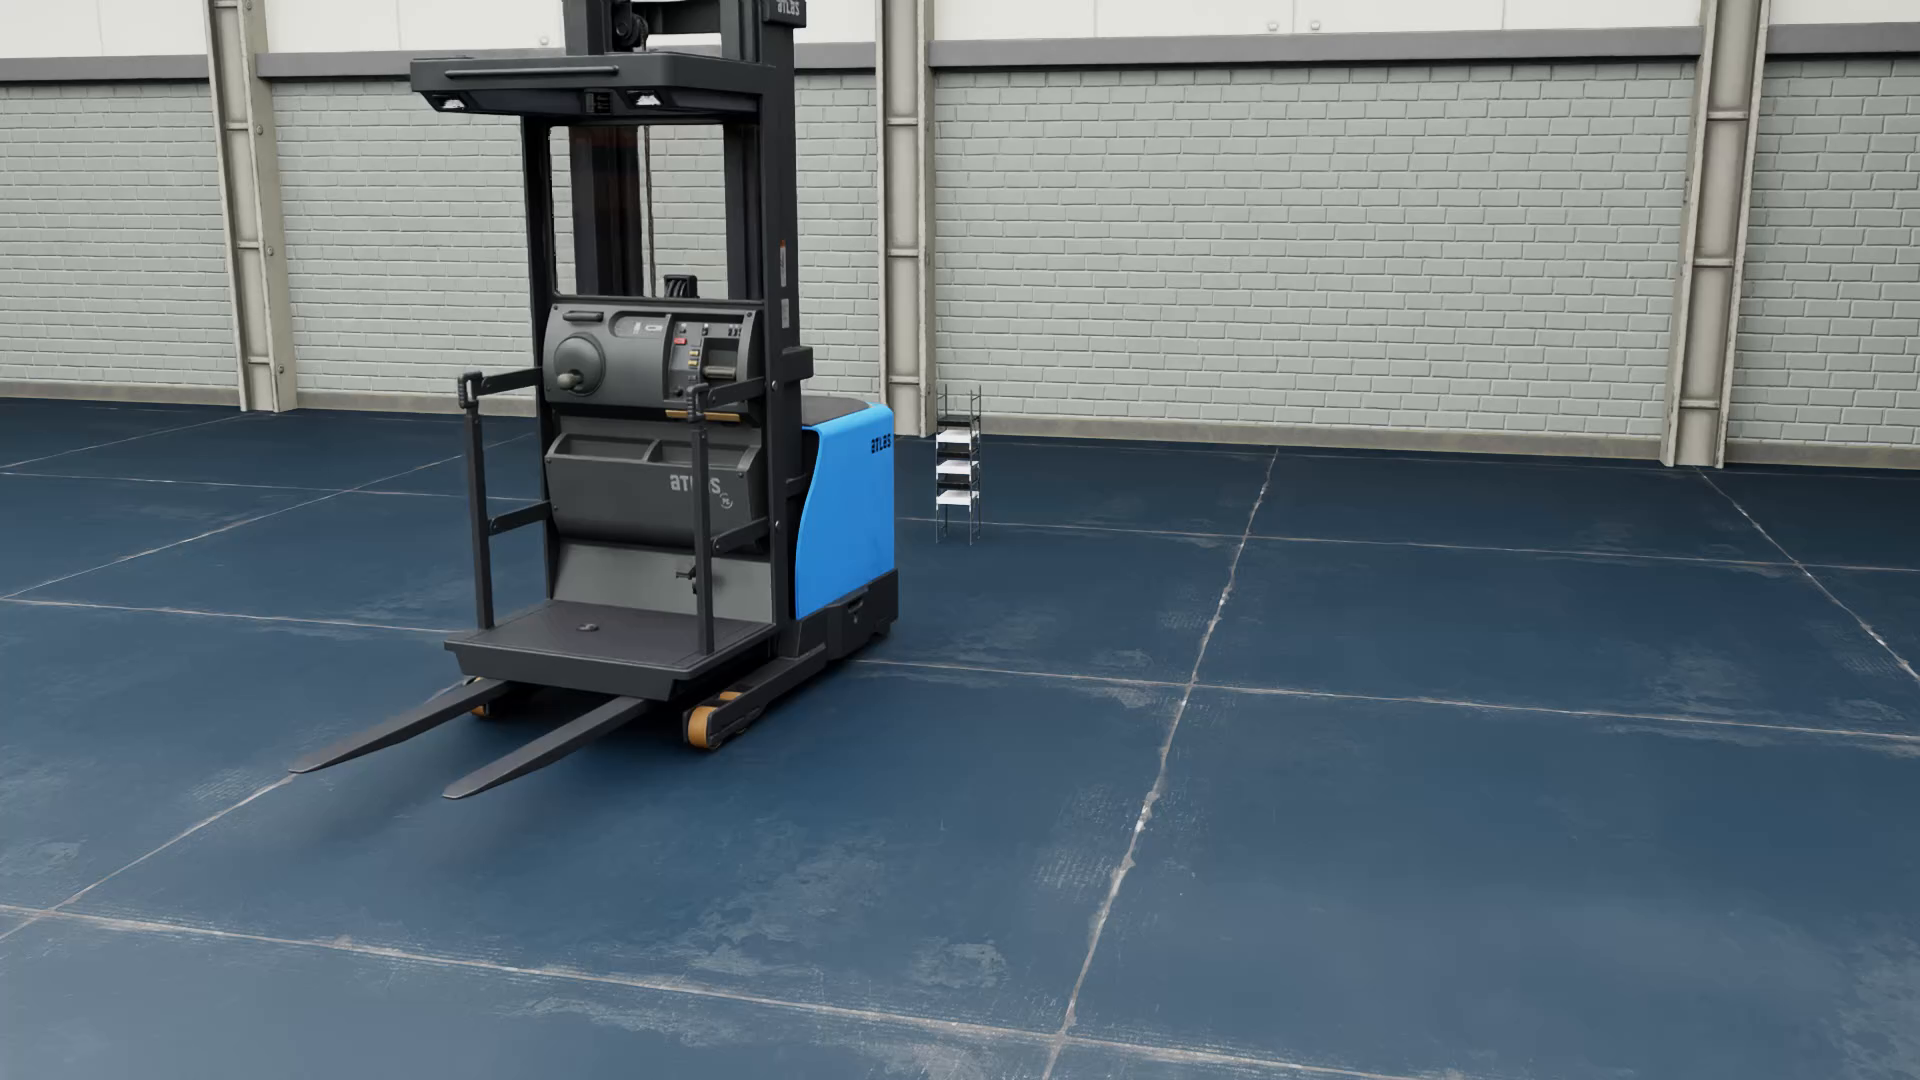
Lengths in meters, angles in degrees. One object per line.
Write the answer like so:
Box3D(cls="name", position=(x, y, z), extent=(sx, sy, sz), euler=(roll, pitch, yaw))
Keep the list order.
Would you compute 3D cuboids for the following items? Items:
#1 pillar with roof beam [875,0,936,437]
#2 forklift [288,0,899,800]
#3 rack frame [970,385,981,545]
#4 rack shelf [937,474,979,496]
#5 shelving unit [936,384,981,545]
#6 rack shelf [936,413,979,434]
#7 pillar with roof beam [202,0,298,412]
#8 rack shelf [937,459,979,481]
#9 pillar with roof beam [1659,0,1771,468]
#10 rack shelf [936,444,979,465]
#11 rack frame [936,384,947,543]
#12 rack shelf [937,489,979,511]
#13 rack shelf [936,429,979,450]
Box3D(cls="pillar with roof beam", position=(-1.461, -4.363, 8.622), extent=(0.400, 9.000, 9.100), euler=(3, 13, 14))
Box3D(cls="forklift", position=(-1.302, -0.749, 6.344), extent=(1.130, 2.935, 3.031), euler=(5, 13, 21))
Box3D(cls="rack frame", position=(0.091, -0.434, 9.614), extent=(0.006, 0.900, 0.240), euler=(3, 13, 14))
Box3D(cls="rack shelf", position=(-0.008, -0.319, 9.665), extent=(0.200, 0.077, 0.258), euler=(3, 13, 14))
Box3D(cls="shelving unit", position=(-0.008, -0.440, 9.638), extent=(0.210, 0.900, 0.258), euler=(3, 13, 14))
Box3D(cls="rack shelf", position=(-0.008, -0.671, 9.587), extent=(0.200, 0.077, 0.258), euler=(3, 13, 14))
Box3D(cls="pillar with roof beam", position=(-7.286, -4.674, 10.026), extent=(0.400, 9.000, 9.100), euler=(3, 13, 14))
Box3D(cls="rack shelf", position=(-0.008, -0.407, 9.645), extent=(0.200, 0.077, 0.258), euler=(3, 13, 14))
Box3D(cls="pillar with roof beam", position=(4.364, -4.052, 7.219), extent=(0.400, 9.000, 9.100), euler=(3, 13, 14))
Box3D(cls="rack shelf", position=(-0.008, -0.495, 9.626), extent=(0.200, 0.077, 0.258), euler=(3, 13, 14))
Box3D(cls="rack frame", position=(-0.107, -0.445, 9.662), extent=(0.006, 0.900, 0.240), euler=(3, 13, 14))
Box3D(cls="rack shelf", position=(-0.008, -0.231, 9.684), extent=(0.200, 0.077, 0.258), euler=(3, 13, 14))
Box3D(cls="rack shelf", position=(-0.008, -0.583, 9.606), extent=(0.200, 0.077, 0.258), euler=(3, 13, 14))
